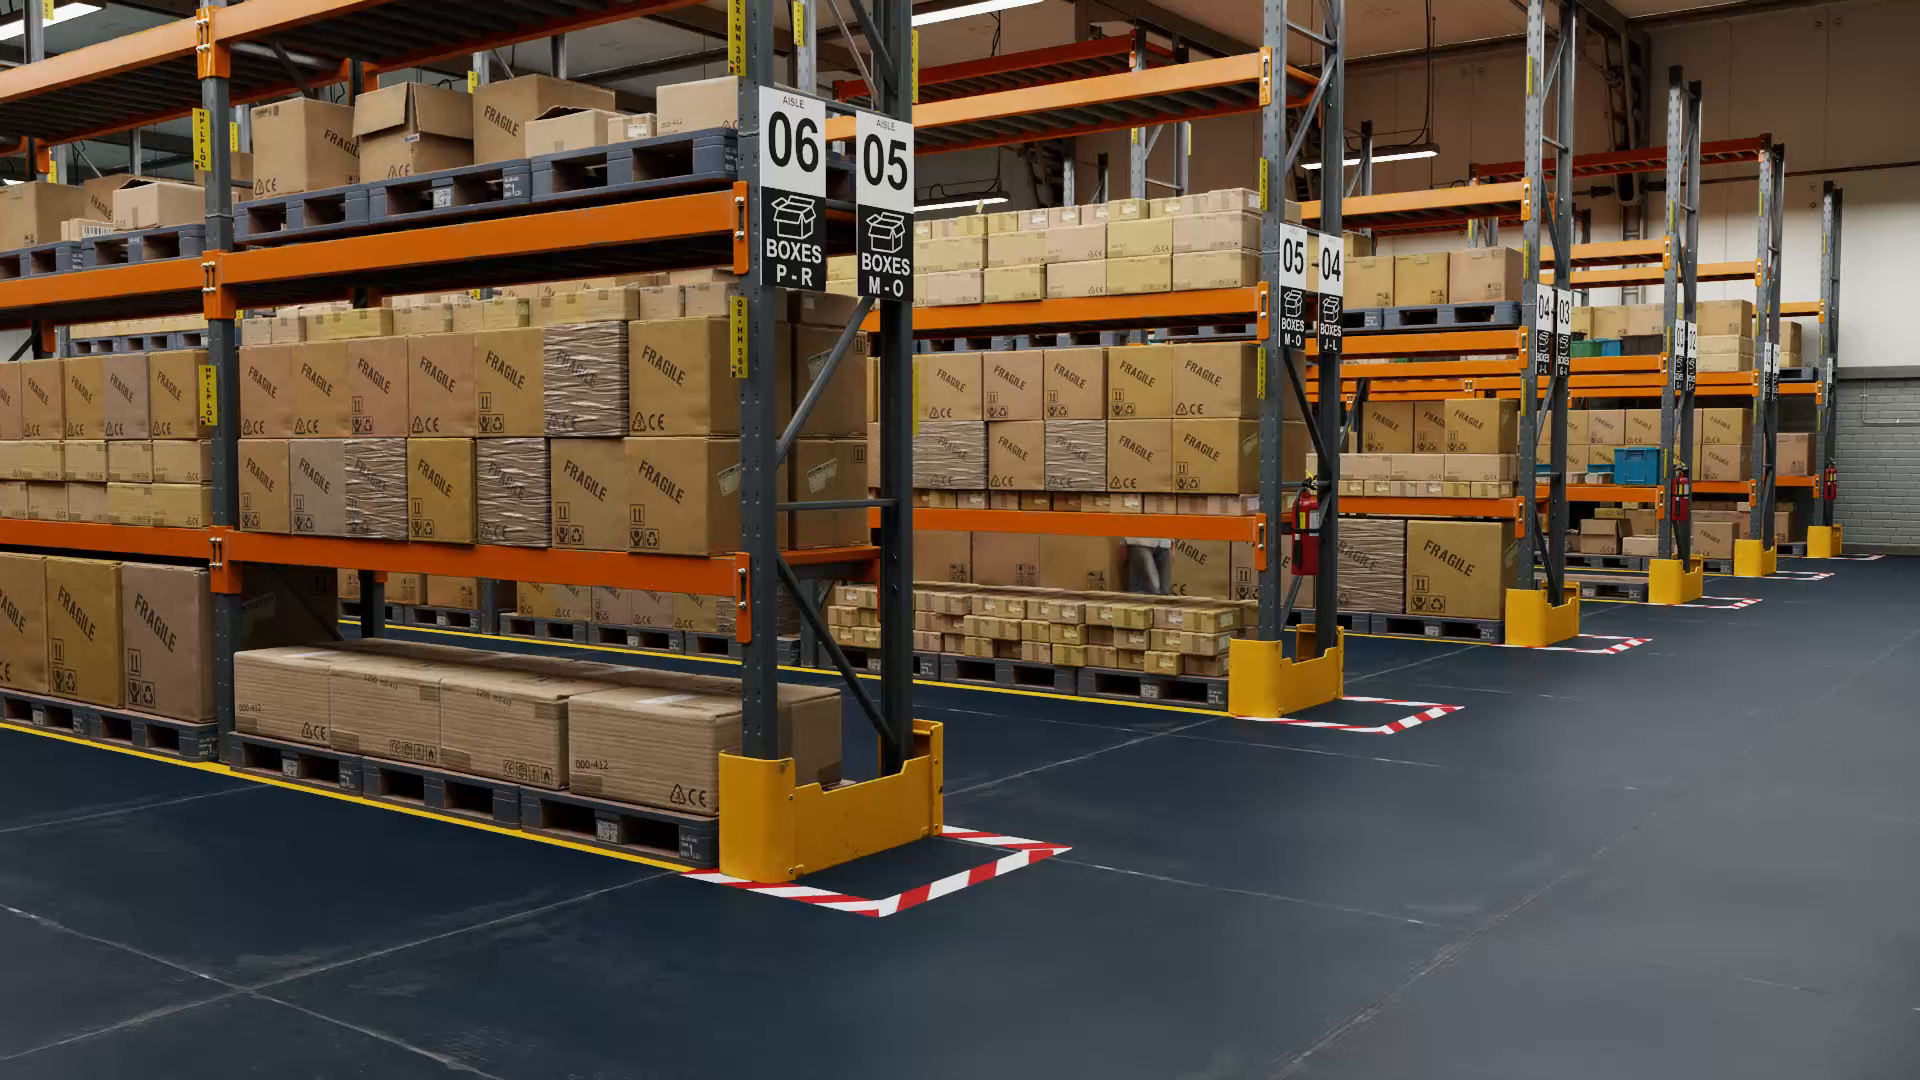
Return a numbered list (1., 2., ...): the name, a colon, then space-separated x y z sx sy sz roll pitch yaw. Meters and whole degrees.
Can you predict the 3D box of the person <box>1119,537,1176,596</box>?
1. person: 1.648 0.046 14.754 0.548 1.750 0.793 -2 4 -30
